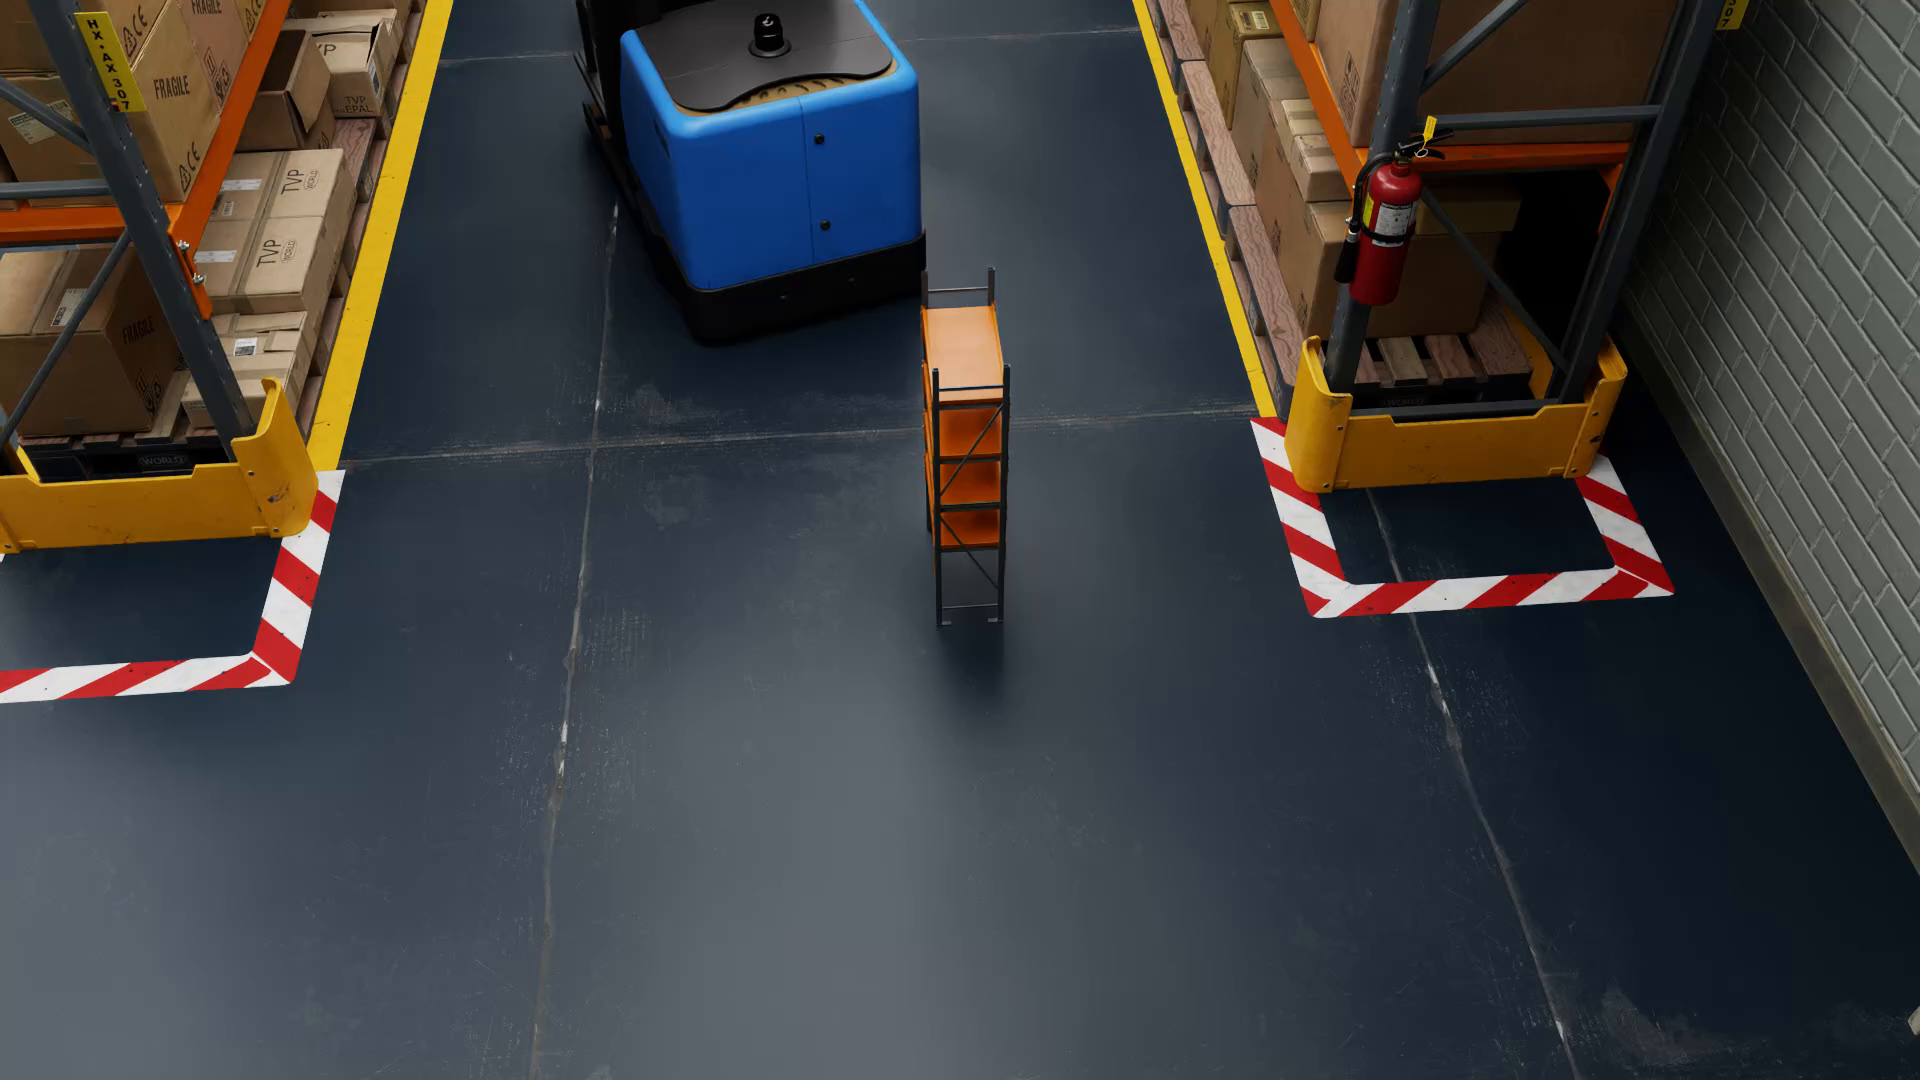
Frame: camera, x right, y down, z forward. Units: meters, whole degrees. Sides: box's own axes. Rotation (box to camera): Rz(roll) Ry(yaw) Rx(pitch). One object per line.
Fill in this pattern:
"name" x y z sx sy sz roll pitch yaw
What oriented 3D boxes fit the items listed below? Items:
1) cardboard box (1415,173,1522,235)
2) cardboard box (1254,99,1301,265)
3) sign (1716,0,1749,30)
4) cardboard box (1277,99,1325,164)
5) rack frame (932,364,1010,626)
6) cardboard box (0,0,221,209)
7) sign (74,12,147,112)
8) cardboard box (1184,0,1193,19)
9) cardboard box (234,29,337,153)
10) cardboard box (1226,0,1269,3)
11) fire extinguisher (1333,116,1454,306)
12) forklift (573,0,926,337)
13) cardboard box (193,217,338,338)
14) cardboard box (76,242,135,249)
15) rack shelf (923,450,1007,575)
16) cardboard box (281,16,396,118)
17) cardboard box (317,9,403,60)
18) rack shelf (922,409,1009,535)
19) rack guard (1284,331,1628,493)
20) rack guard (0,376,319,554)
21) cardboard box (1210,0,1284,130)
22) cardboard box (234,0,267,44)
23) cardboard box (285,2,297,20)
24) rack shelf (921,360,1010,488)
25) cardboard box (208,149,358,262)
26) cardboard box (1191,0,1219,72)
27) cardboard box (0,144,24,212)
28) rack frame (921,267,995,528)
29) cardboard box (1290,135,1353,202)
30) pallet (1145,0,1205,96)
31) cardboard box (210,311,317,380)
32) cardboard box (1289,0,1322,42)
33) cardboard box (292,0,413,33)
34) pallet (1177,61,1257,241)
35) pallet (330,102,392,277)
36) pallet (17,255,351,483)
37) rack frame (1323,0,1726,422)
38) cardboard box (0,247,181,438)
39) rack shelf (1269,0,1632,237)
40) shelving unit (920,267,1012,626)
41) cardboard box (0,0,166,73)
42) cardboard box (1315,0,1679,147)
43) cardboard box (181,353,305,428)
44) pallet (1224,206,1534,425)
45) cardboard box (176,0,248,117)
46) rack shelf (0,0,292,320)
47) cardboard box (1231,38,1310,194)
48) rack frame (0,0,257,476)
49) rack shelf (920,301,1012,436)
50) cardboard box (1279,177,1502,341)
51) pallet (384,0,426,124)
"cardboard box" 1.930 -1.315 6.415 0.380 0.149 0.250 -3 47 -3
"cardboard box" 1.678 -1.532 7.068 0.700 0.500 0.500 -4 47 -3
"sign" 2.432 -1.739 5.180 0.100 0.325 0.005 -3 47 -3
"cardboard box" 1.505 -1.660 6.742 0.380 0.149 0.250 -2 47 -2
"rack frame" 0.034 -0.116 5.534 0.240 1.200 0.015 -3 47 -3
"cardboard box" -2.832 -1.453 5.491 0.500 0.500 0.500 -3 47 -2
"sign" -2.517 -1.412 4.925 0.100 0.325 0.005 -3 47 -3
"cardboard box" 1.504 -3.017 8.473 0.700 0.500 0.500 -3 47 -3
"cardboard box" -3.230 -1.909 7.408 0.797 0.503 0.637 -3 47 -3
"cardboard box" 1.394 -2.603 7.635 0.380 0.149 0.250 -5 47 -4
"fire extinguisher" 1.431 -1.093 5.529 0.296 0.674 0.183 -3 47 -3
"forklift" -1.178 -2.943 7.018 1.130 2.935 3.031 -17 49 -15
"cardboard box" -2.863 -1.059 6.778 0.500 0.250 0.500 -3 47 -3
"cardboard box" -3.398 -1.355 7.058 0.500 0.250 0.500 -3 47 -3
"rack shelf" 0.014 -0.110 5.894 0.258 0.148 0.480 -3 47 -3
"cardboard box" -3.000 -2.264 7.877 0.500 0.311 0.500 -3 47 -3
"cardboard box" -2.971 -2.484 8.197 0.380 0.149 0.250 -3 47 -3
"rack shelf" 0.014 -0.247 5.750 0.258 0.148 0.480 -3 47 -3
"rack guard" 1.880 -0.508 6.387 1.175 0.500 0.348 -3 47 -3
"rack guard" -3.064 -0.277 6.168 1.175 0.500 0.348 -3 47 -3
"cardboard box" 1.583 -2.281 7.777 0.700 0.500 0.500 -3 47 -2
"cardboard box" -2.920 -2.189 6.188 0.500 0.500 0.500 -4 47 -3
"cardboard box" -3.573 -2.885 8.465 0.500 0.311 0.500 -3 47 -3
"rack shelf" 0.014 -0.400 5.587 0.258 0.148 0.480 -3 47 -3
"cardboard box" -2.904 -1.421 7.121 0.500 0.250 0.500 -3 47 -3
"cardboard box" 1.542 -2.653 8.129 0.700 0.500 0.500 -4 47 -4
"cardboard box" -3.367 -1.423 5.463 0.500 0.500 0.500 -2 47 -2
"rack frame" -0.007 -0.469 5.868 0.240 1.200 0.015 -3 47 -3
"cardboard box" 1.528 -1.475 6.567 0.380 0.149 0.250 -4 47 -4
"pallet" 1.529 -2.765 8.723 1.003 0.211 1.213 -3 47 -3
"cardboard box" -2.771 -0.763 6.555 0.380 0.166 0.250 -3 47 -3
"cardboard box" 1.753 -2.382 6.234 0.980 0.700 0.700 -4 47 -4
"cardboard box" -3.062 -2.872 8.323 0.500 0.500 0.500 -3 47 -3
"pallet" 1.634 -1.880 7.886 1.003 0.211 1.213 -3 47 -3
"pallet" -3.231 -1.635 7.653 1.003 0.211 1.213 -3 47 -3
"pallet" -3.132 -0.754 6.819 1.003 0.211 1.213 -3 47 -3
"rack frame" 1.878 -1.385 5.496 1.000 3.000 0.127 -3 47 -3
"cardboard box" -3.349 -0.751 6.314 0.500 0.500 0.500 -3 47 -3
"rack shelf" 1.711 -2.585 7.127 1.077 0.370 4.000 -3 47 -3
"shelving unit" 0.014 -0.293 5.701 0.258 1.200 0.503 -3 47 -3
"cardboard box" -2.832 -1.796 5.128 0.500 0.500 0.500 -2 47 -2
"cardboard box" 1.825 -1.856 5.736 0.980 0.700 0.700 -2 47 -1
"cardboard box" -2.750 -0.576 6.390 0.380 0.149 0.250 -3 47 -3
"pallet" 1.733 -1.000 7.052 1.003 0.211 1.213 -3 47 -3
"cardboard box" -2.881 -1.826 5.844 0.500 0.500 0.500 -4 47 -4
"rack shelf" -3.225 -2.281 6.840 1.077 0.370 4.000 -3 47 -3
"cardboard box" 1.635 -1.896 7.412 0.700 0.500 0.500 -5 47 -5
"rack frame" -3.058 -1.081 5.208 1.000 3.000 0.127 -3 47 -3
"rack shelf" 0.014 -0.563 5.416 0.258 0.148 0.480 -3 47 -3
"cardboard box" 1.720 -1.170 6.725 0.700 0.500 0.500 -3 47 -3
"pallet" -3.336 -2.519 8.491 1.003 0.211 1.213 -3 47 -3
